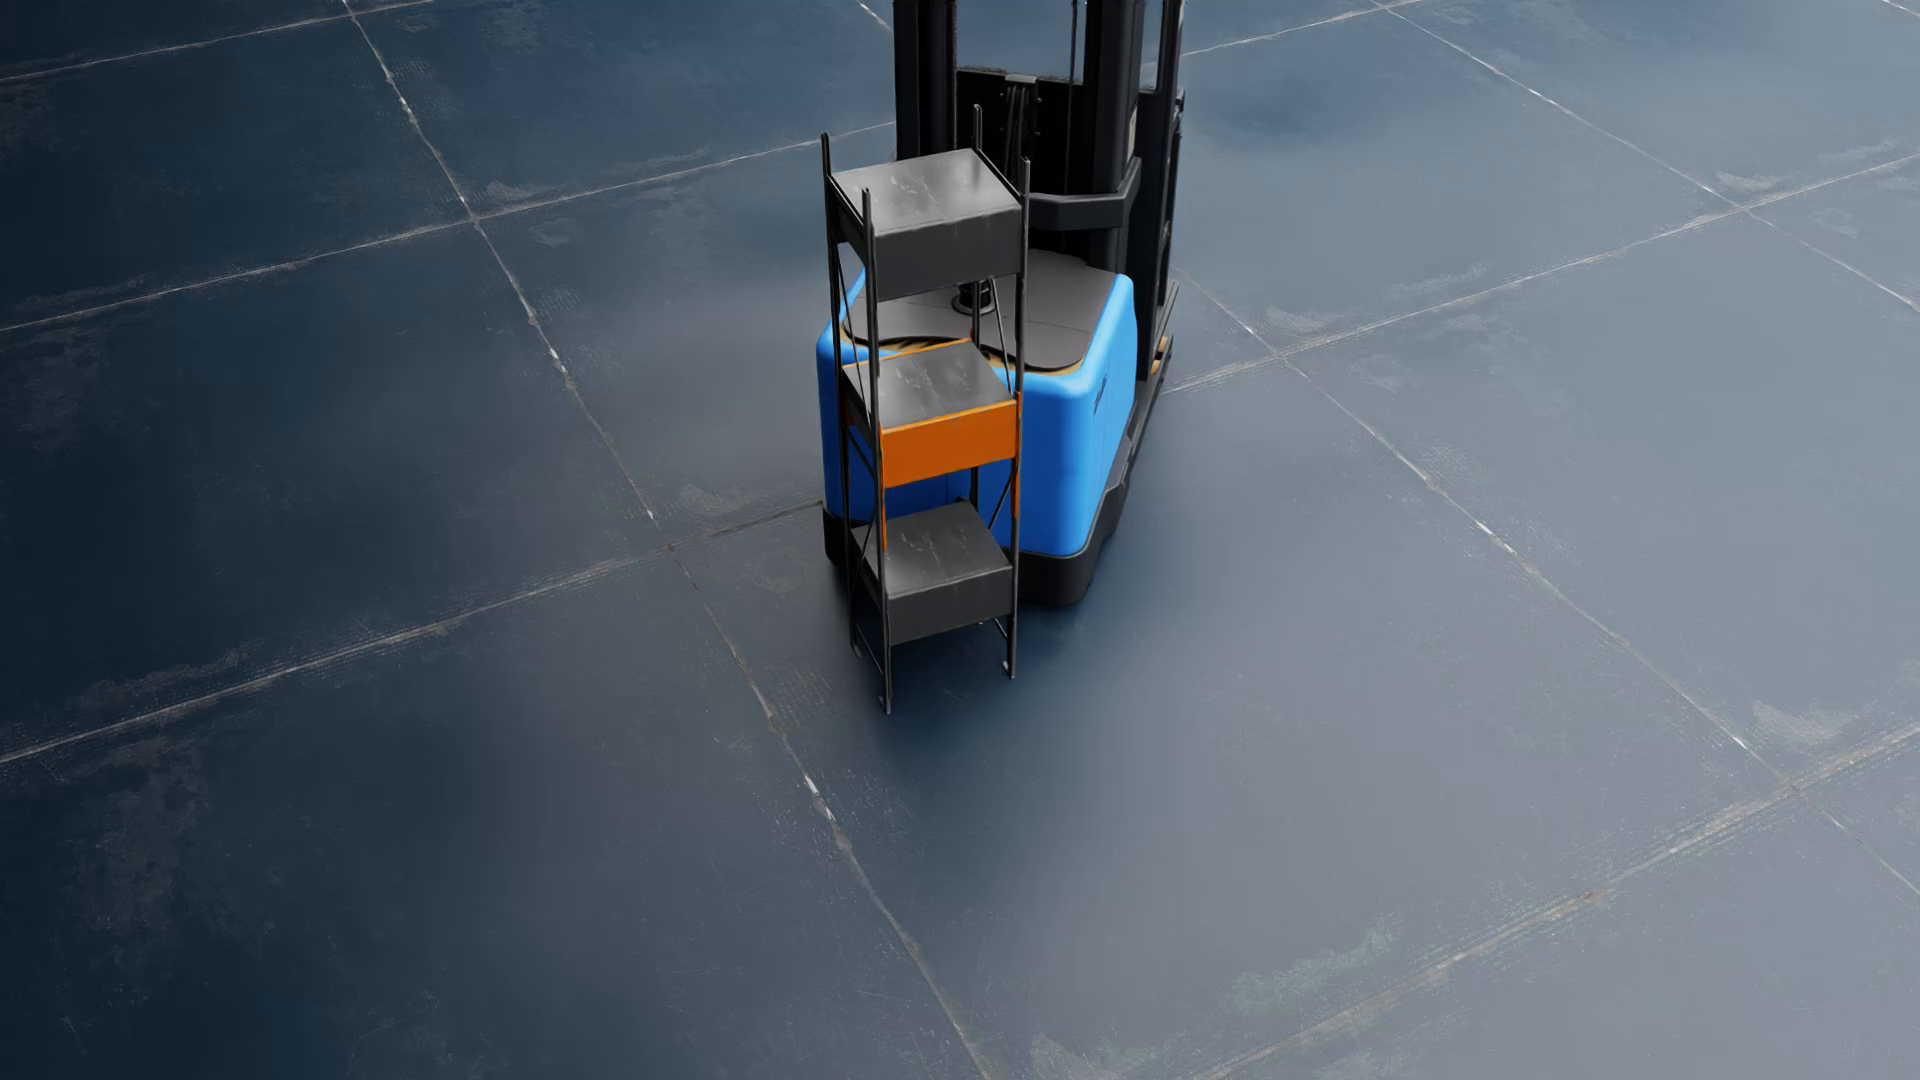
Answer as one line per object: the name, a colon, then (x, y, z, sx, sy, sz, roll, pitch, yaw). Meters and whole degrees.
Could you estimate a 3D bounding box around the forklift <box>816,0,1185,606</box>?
forklift: (0.354, -1.830, 6.643, 1.130, 2.935, 3.031, 10, 41, 12)

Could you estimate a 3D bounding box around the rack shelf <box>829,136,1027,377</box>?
rack shelf: (-0.105, -0.871, 5.092, 0.480, 0.518, 0.431, -15, 42, -17)

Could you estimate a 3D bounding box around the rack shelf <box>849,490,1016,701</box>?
rack shelf: (-0.105, 0.197, 5.996, 0.480, 0.518, 0.431, -15, 42, -17)

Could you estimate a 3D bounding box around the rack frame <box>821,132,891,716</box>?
rack frame: (-0.331, -0.289, 5.466, 0.015, 2.100, 0.400, -15, 42, -17)

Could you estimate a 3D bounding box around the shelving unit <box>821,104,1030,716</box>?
shelving unit: (-0.105, -0.347, 5.535, 0.503, 2.100, 0.431, -15, 42, -17)

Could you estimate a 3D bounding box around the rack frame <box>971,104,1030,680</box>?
rack frame: (0.122, -0.406, 5.605, 0.015, 2.100, 0.400, -15, 42, -17)

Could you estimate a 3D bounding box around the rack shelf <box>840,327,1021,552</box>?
rack shelf: (-0.105, -0.337, 5.544, 0.480, 0.518, 0.431, -15, 42, -17)
